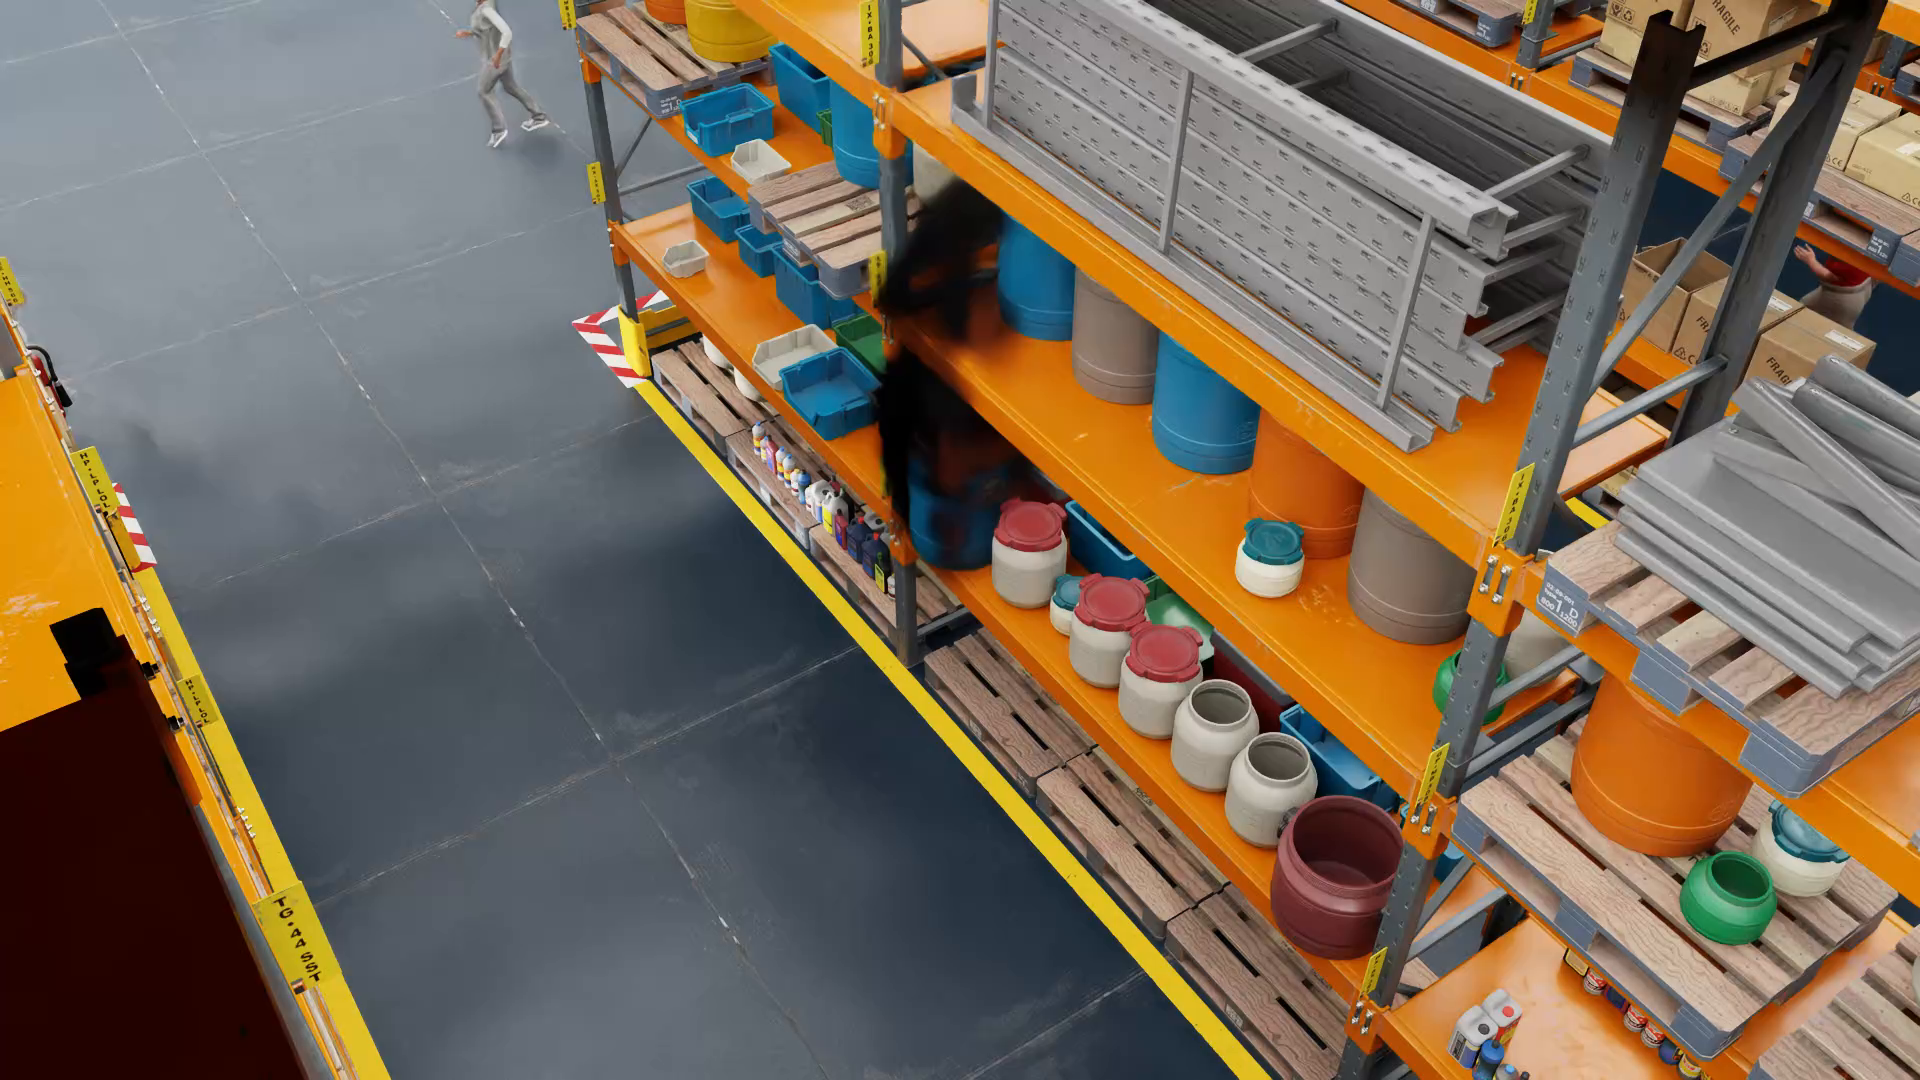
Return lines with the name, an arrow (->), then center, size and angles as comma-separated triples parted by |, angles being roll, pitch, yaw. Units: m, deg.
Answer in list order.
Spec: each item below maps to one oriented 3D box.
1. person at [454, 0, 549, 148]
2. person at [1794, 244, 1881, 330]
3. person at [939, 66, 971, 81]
person -> -4.277, -4.418, 15.397 | 0.707, 1.662, 0.559 | -5, 43, -6
person -> 6.578, -1.810, 12.477 | 0.814, 1.767, 0.627 | 32, 51, 30
person -> -0.165, -4.827, 15.878 | 0.605, 1.565, 0.566 | 0, 43, 0
